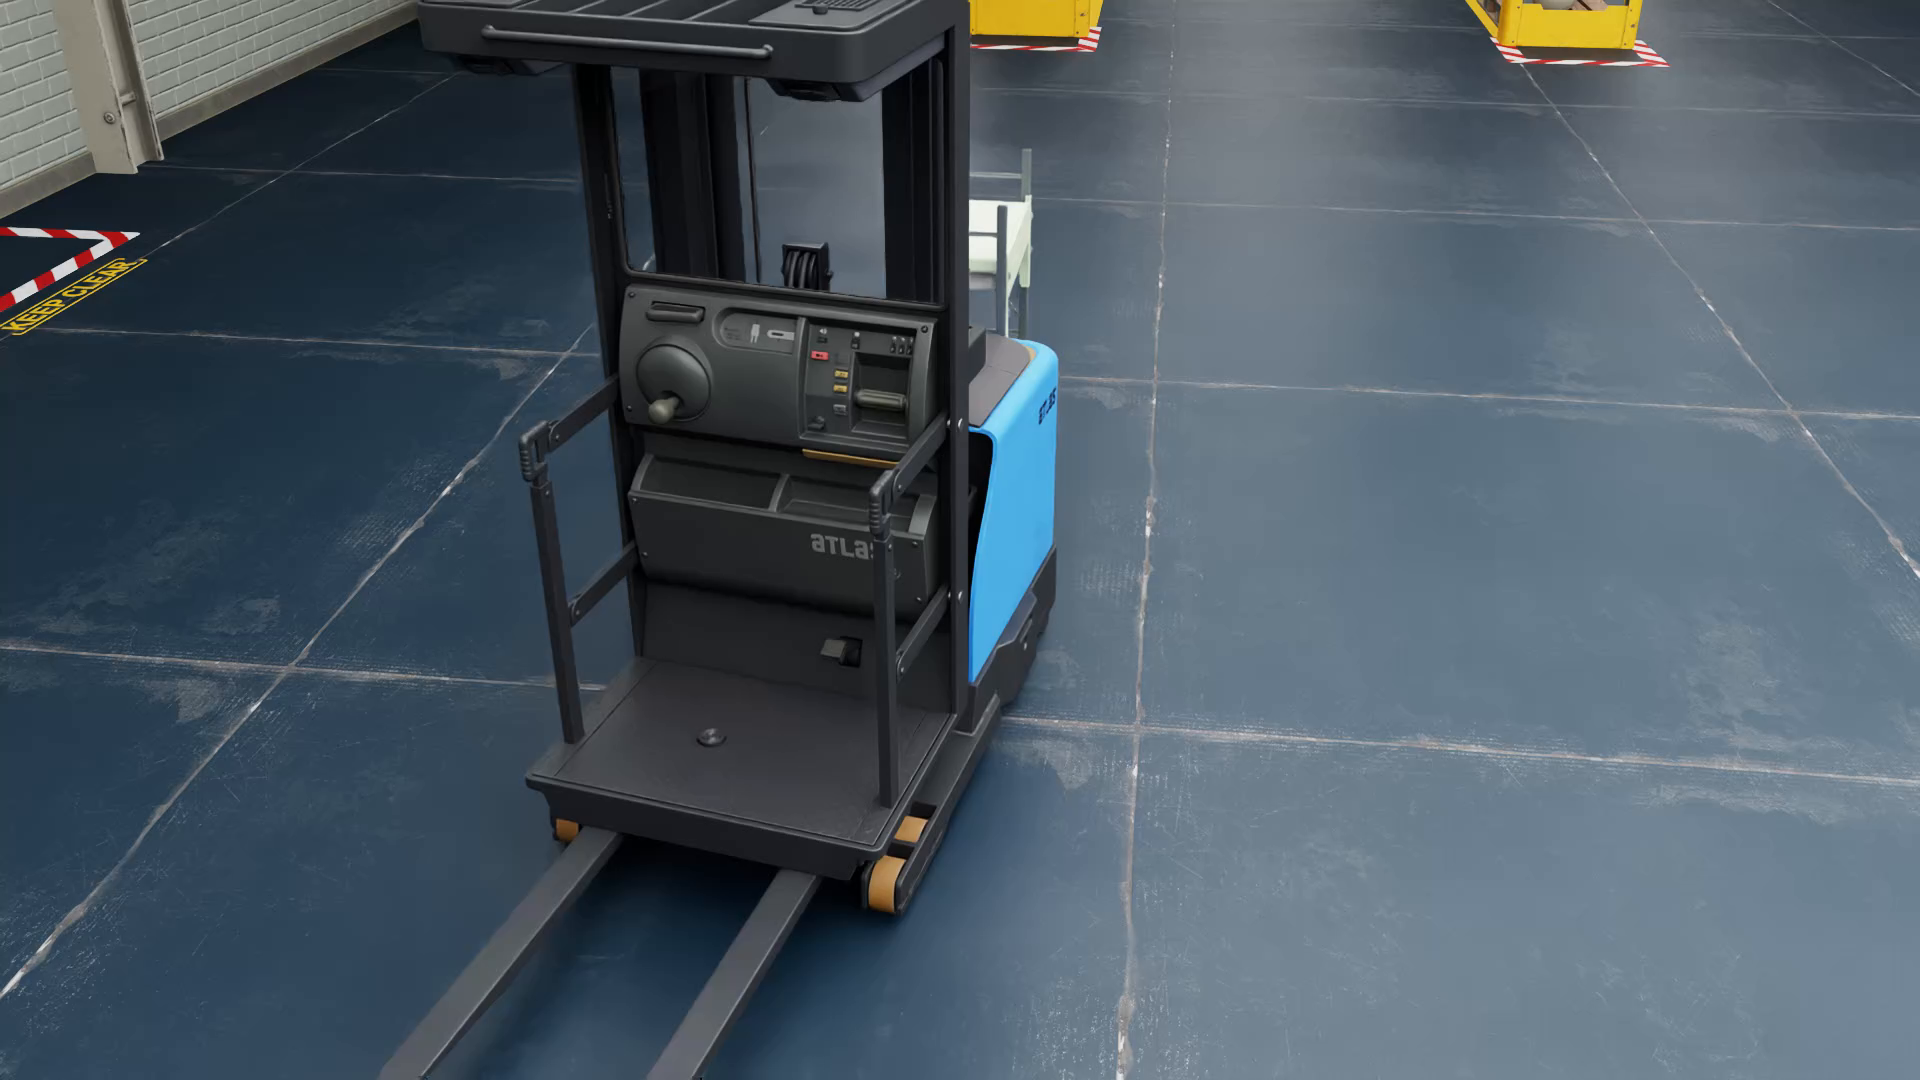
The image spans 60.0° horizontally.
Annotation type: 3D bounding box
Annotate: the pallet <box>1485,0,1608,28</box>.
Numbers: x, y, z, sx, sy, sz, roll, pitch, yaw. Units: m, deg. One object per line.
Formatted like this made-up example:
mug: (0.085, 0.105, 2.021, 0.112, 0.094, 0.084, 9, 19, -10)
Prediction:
pallet: (5.608, -4.996, 15.802, 1.003, 0.211, 1.213, 3, 28, 6)

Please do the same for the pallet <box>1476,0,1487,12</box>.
pallet: (5.760, -5.569, 16.865, 1.003, 0.211, 1.213, 3, 28, 6)

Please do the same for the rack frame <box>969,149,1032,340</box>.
rack frame: (0.075, -0.846, 6.739, 0.400, 1.500, 0.023, 4, 29, 8)

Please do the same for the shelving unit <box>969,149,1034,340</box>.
shelving unit: (0.020, -0.674, 6.420, 0.431, 1.500, 0.755, 4, 29, 8)

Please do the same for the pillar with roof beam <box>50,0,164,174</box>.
pillar with roof beam: (-1.527, -6.326, 9.004, 9.100, 9.000, 0.400, 3, 28, 6)

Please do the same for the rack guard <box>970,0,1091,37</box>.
rack guard: (0.622, -4.981, 15.469, 1.175, 0.500, 0.348, 3, 28, 6)

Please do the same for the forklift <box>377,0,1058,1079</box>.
forklift: (-0.586, -0.435, 4.466, 1.130, 2.935, 3.031, 9, 30, 16)

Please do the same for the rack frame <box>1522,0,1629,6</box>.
rack frame: (5.541, -5.803, 14.360, 1.000, 3.000, 0.127, 3, 28, 6)

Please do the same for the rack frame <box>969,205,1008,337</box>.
rack frame: (-0.035, -0.502, 6.101, 0.400, 1.500, 0.023, 4, 29, 8)

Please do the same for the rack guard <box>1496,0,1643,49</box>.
rack guard: (5.503, -4.741, 15.024, 1.175, 0.500, 0.348, 3, 28, 6)

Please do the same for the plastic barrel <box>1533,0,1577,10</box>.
plastic barrel: (5.546, -5.207, 15.433, 0.421, 0.512, 0.421, 0, 28, 0)

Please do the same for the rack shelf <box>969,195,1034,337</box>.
rack shelf: (0.020, -1.018, 6.235, 0.431, 0.370, 0.720, 4, 29, 8)
